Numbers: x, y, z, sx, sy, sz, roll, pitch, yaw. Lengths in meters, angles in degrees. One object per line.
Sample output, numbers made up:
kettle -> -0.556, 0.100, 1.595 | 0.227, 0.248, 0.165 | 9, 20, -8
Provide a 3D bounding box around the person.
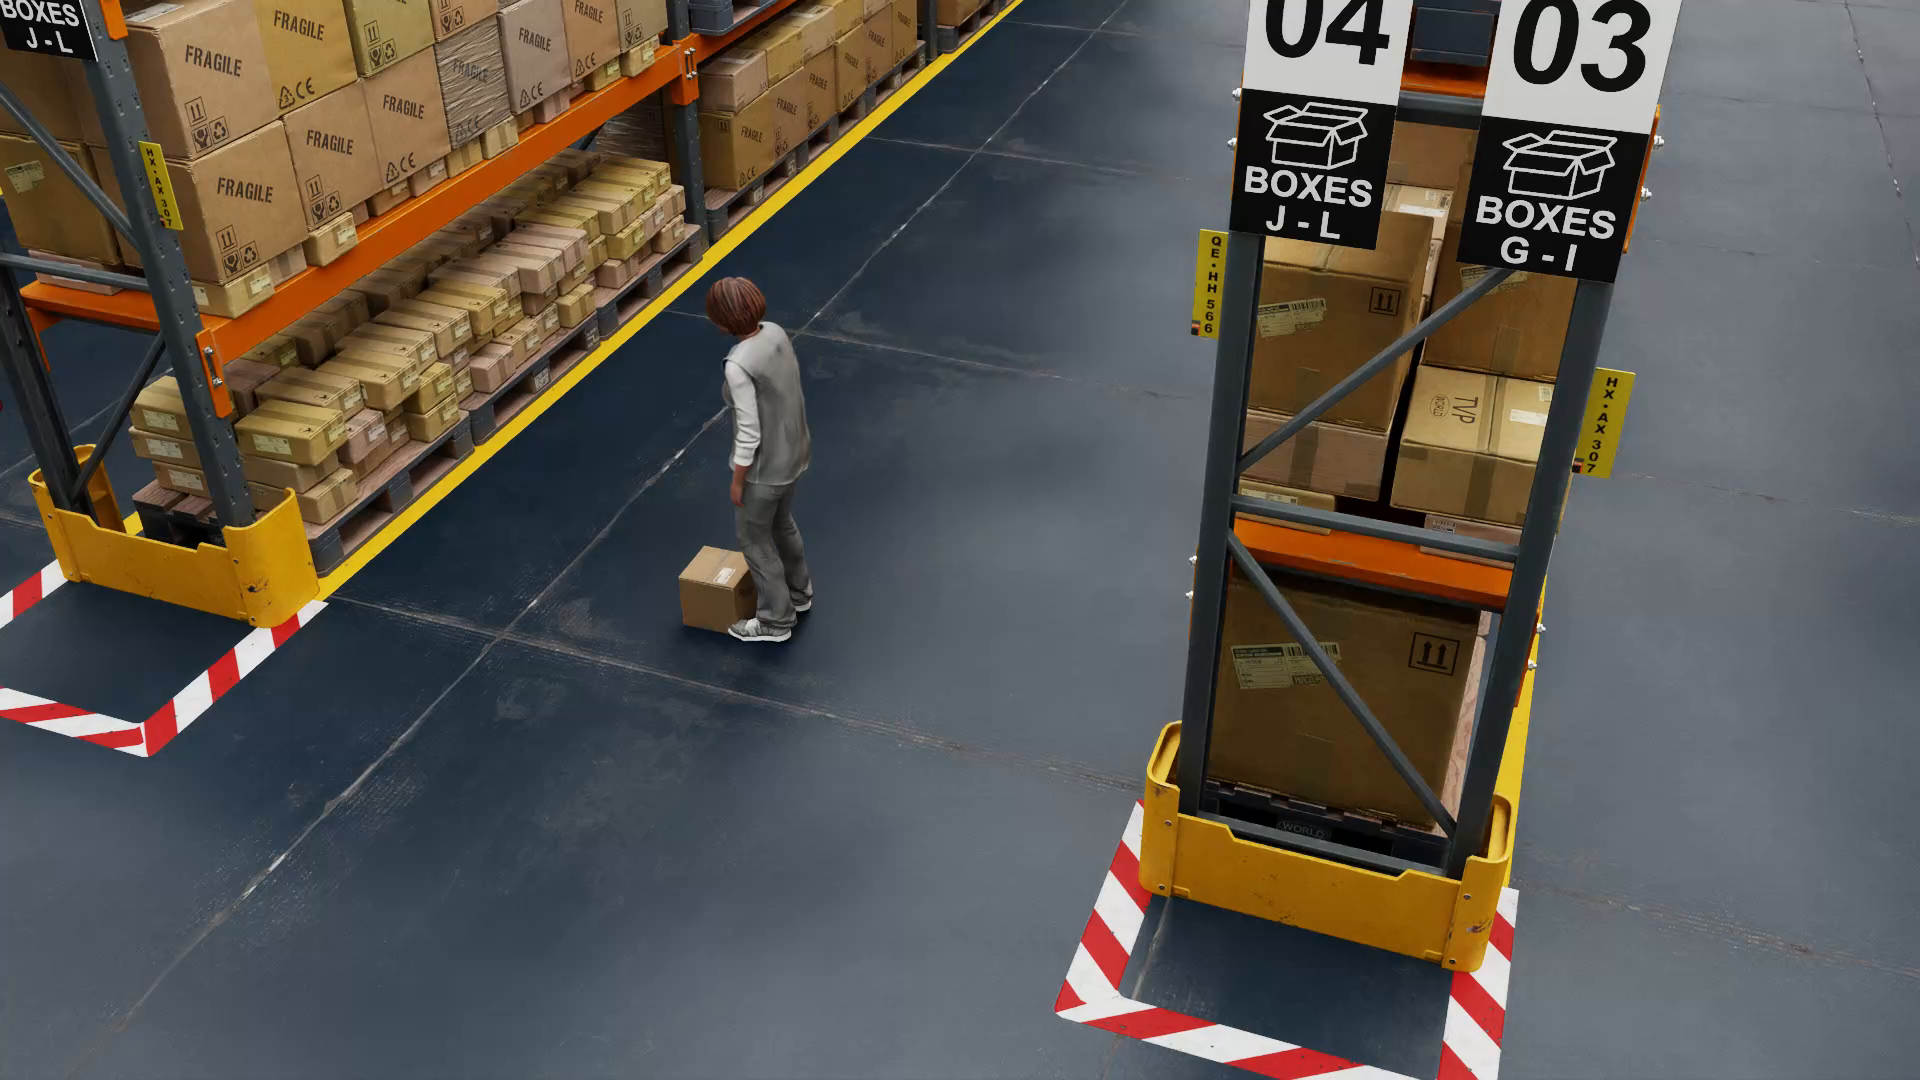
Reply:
person -> -0.781, -0.206, 6.677 | 0.323, 1.352, 0.459 | 11, 35, 16
